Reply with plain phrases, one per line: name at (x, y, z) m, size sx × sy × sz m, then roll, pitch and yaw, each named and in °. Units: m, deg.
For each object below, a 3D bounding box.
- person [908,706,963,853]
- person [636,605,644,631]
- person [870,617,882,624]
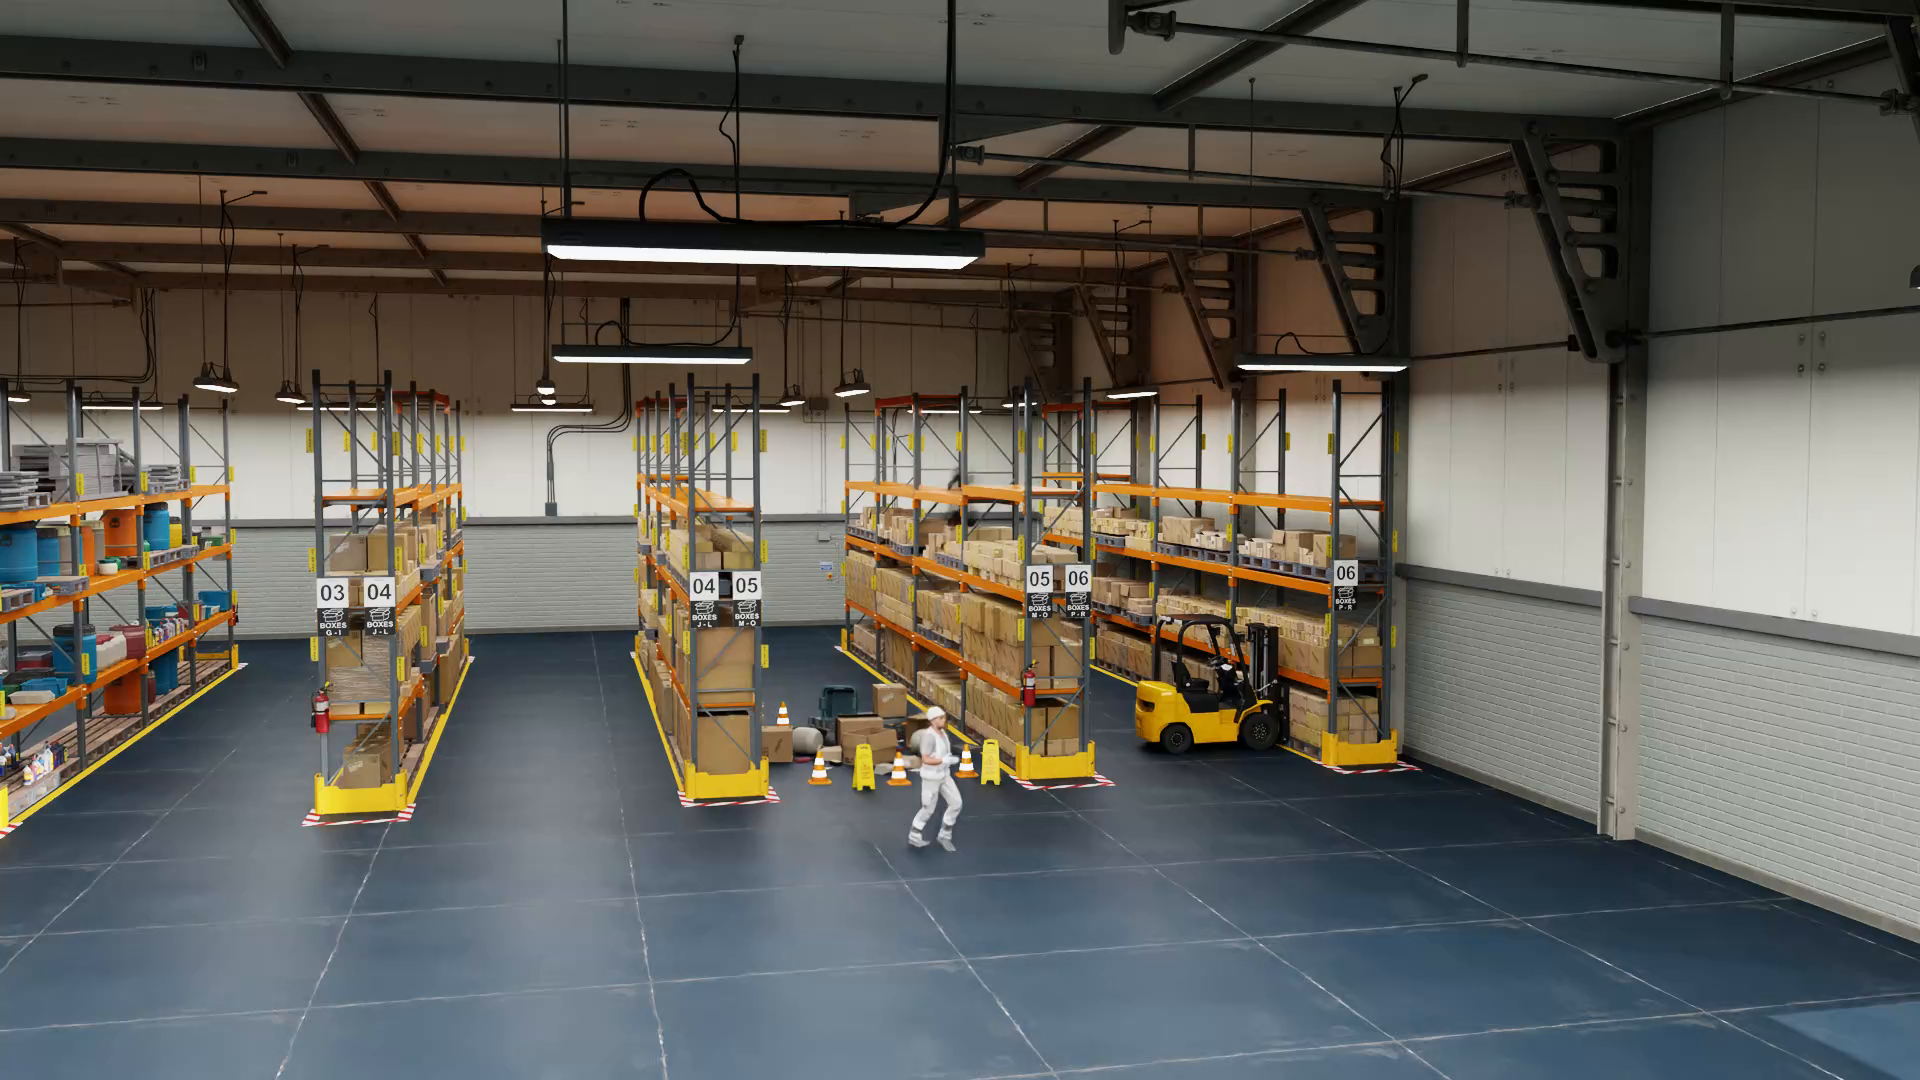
person at (-0.273, 2.939, 20.343) m, size 0.777 × 1.818 × 0.601 m, roll 2°, pitch 4°, yaw 33°
person at (-7.462, 1.846, 40.356) m, size 0.767 × 1.708 × 0.604 m, roll -2°, pitch 4°, yaw -31°
person at (-2.097, 1.721, 41.882) m, size 0.898 × 1.733 × 0.754 m, roll 2°, pitch 4°, yaw 29°
